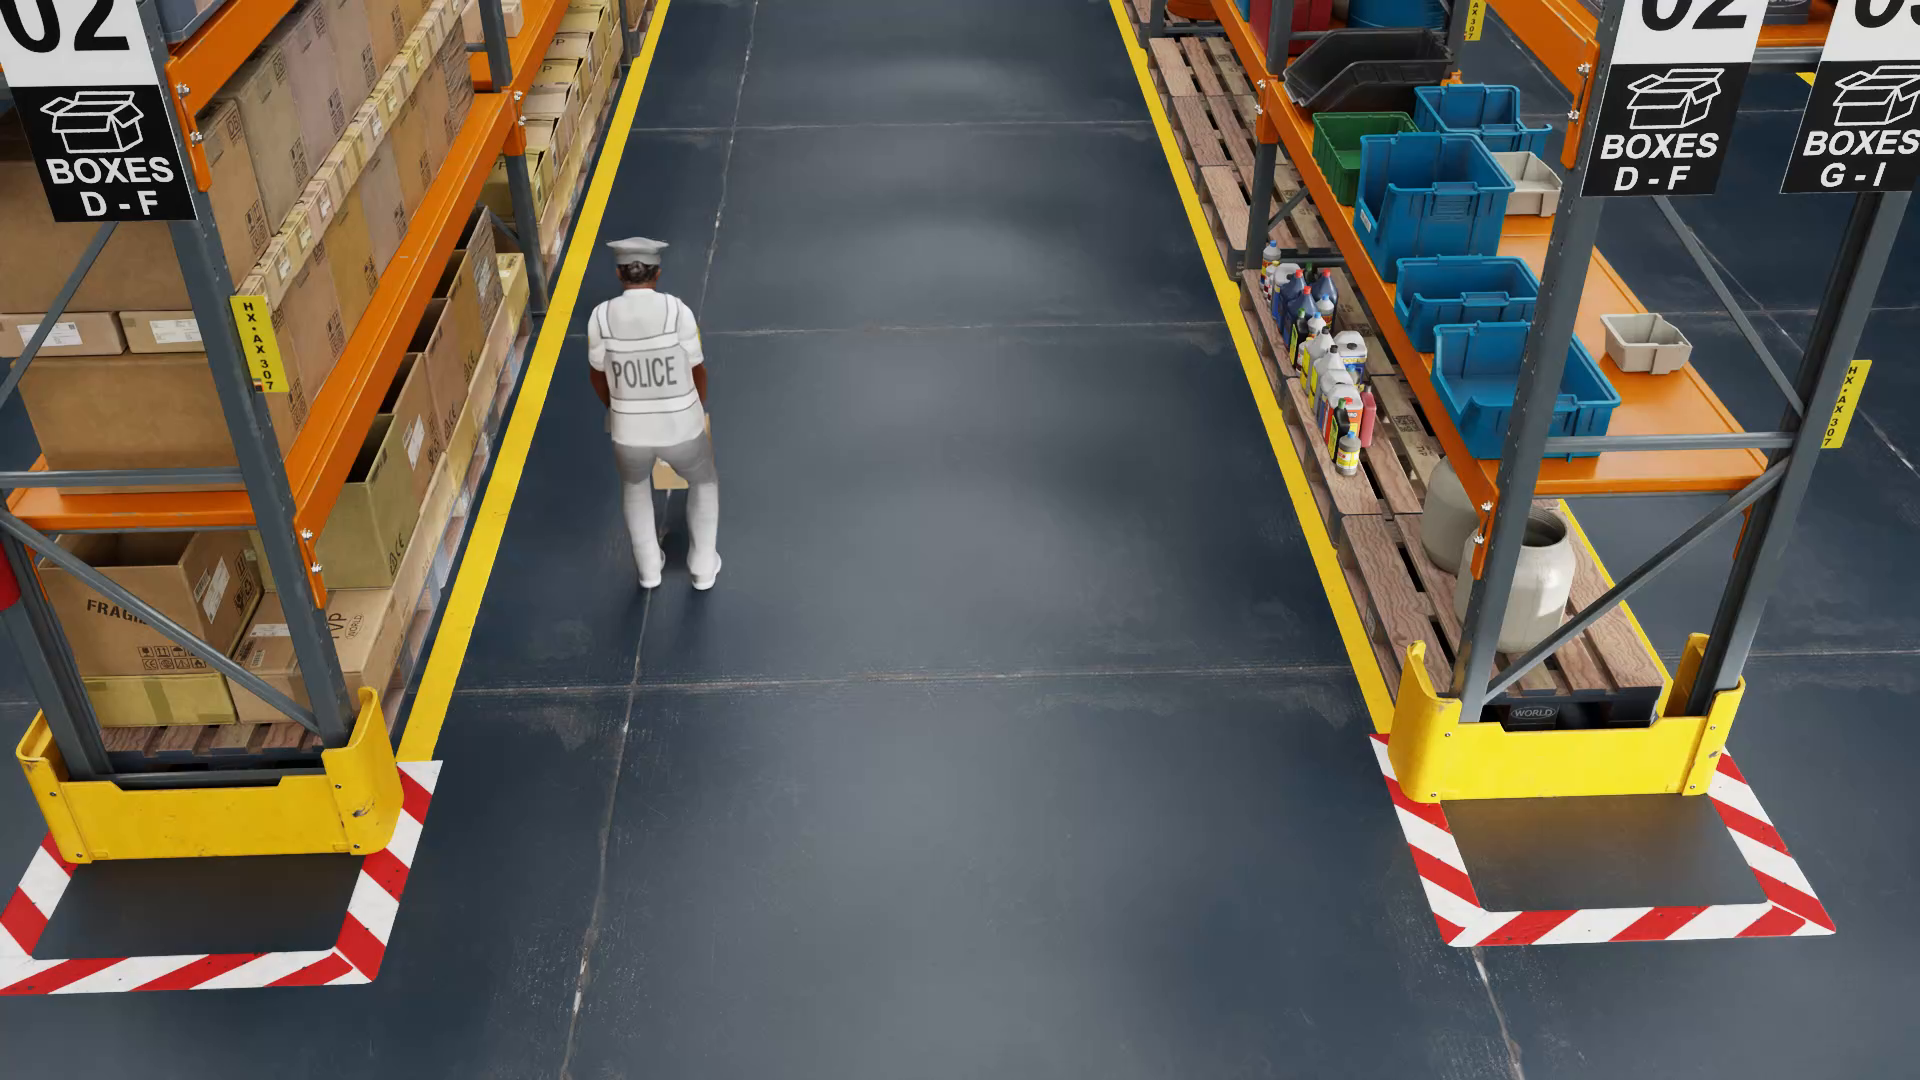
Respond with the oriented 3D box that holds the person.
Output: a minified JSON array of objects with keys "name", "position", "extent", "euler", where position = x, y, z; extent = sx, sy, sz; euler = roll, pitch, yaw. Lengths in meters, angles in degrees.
[{"name":"person","position":[-1.283,-0.495,6.954],"extent":[0.480,1.546,0.563],"euler":[-1,35,-1]}]
